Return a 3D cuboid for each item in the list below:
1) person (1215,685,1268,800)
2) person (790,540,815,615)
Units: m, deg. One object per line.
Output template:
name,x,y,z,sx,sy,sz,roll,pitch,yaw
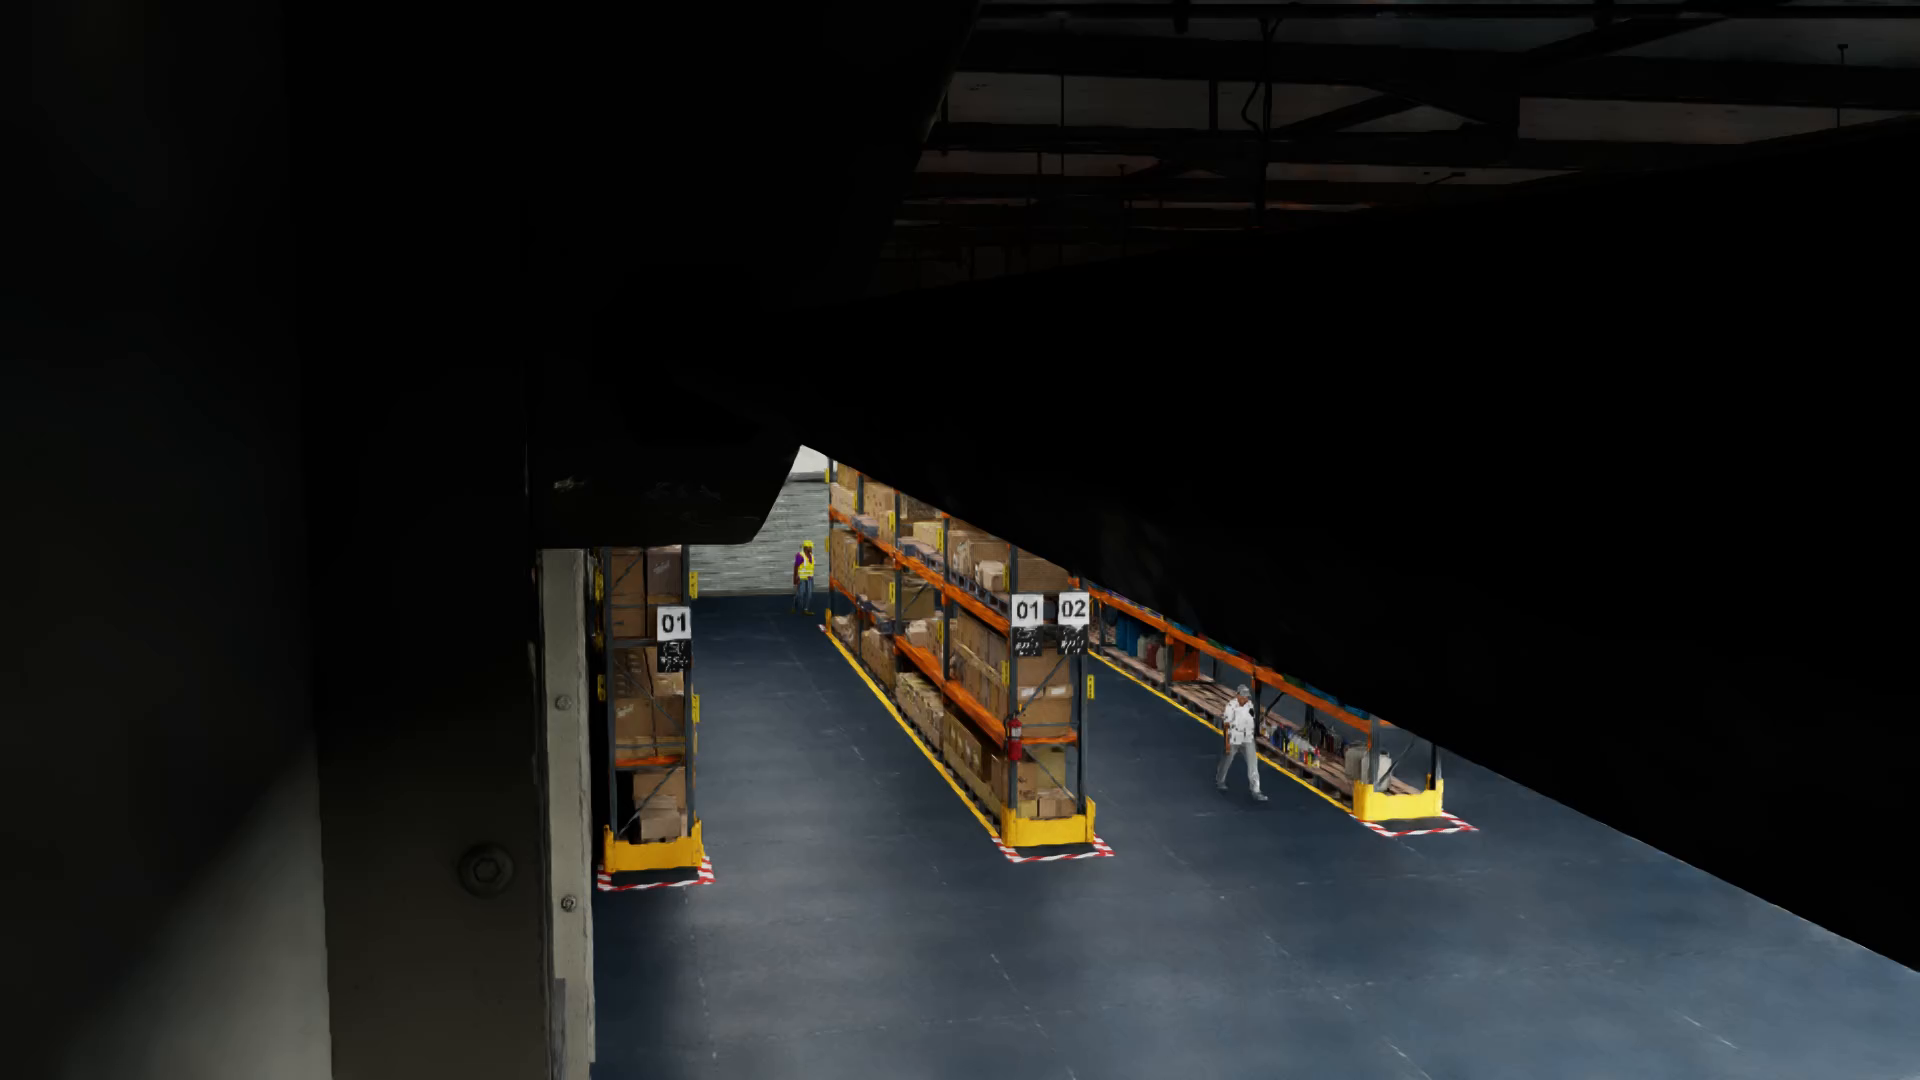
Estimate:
person,3.895,2.783,23.191,0.496,1.580,1.090,-2,7,-14
person,-3.660,0.870,38.726,0.577,1.754,0.609,6,9,41
